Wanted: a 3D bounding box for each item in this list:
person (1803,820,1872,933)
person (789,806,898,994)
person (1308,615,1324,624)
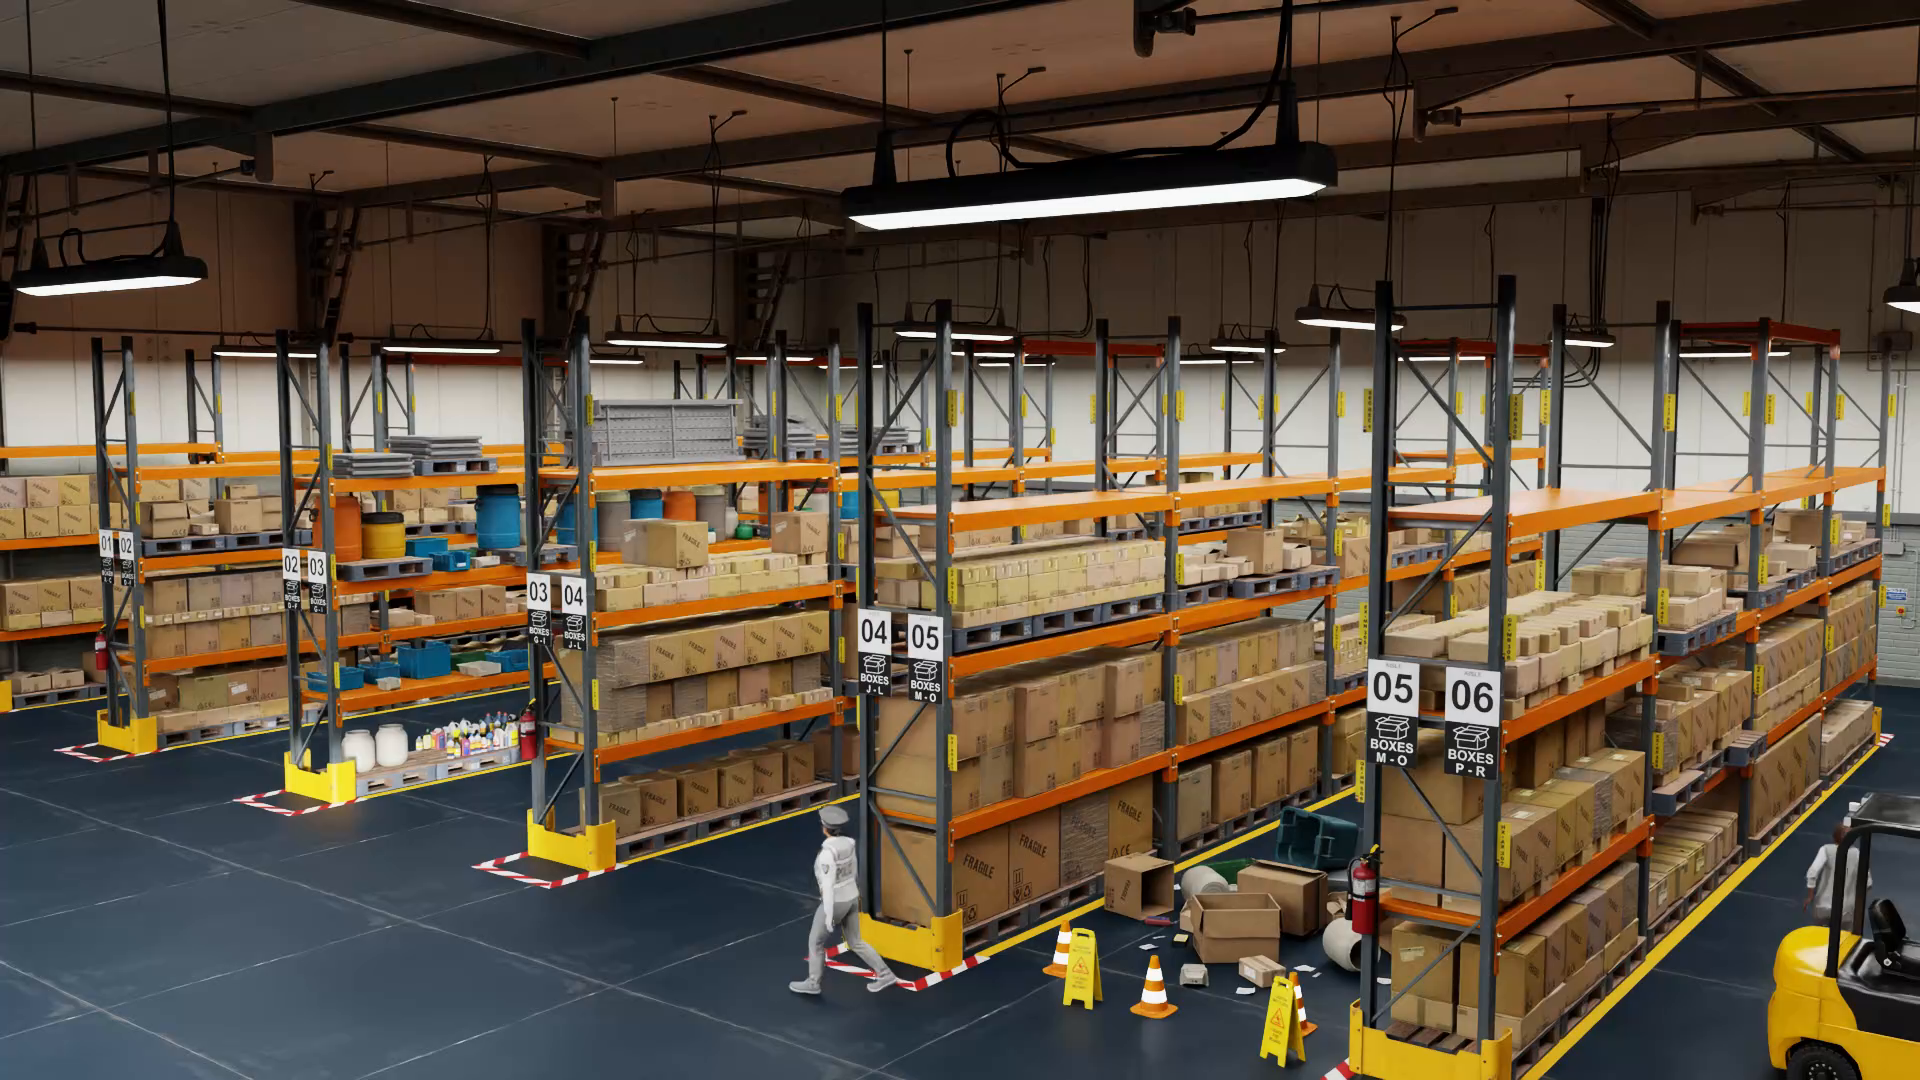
[{"bbox_3d":[7.557,3.179,14.336,0.470,1.497,0.736,4,6,39],"label":"person"},{"bbox_3d":[-1.008,3.096,14.228,0.965,1.640,0.521,2,5,21],"label":"person"},{"bbox_3d":[5.716,2.003,26.795,0.463,1.625,1.021,4,6,36],"label":"person"}]
